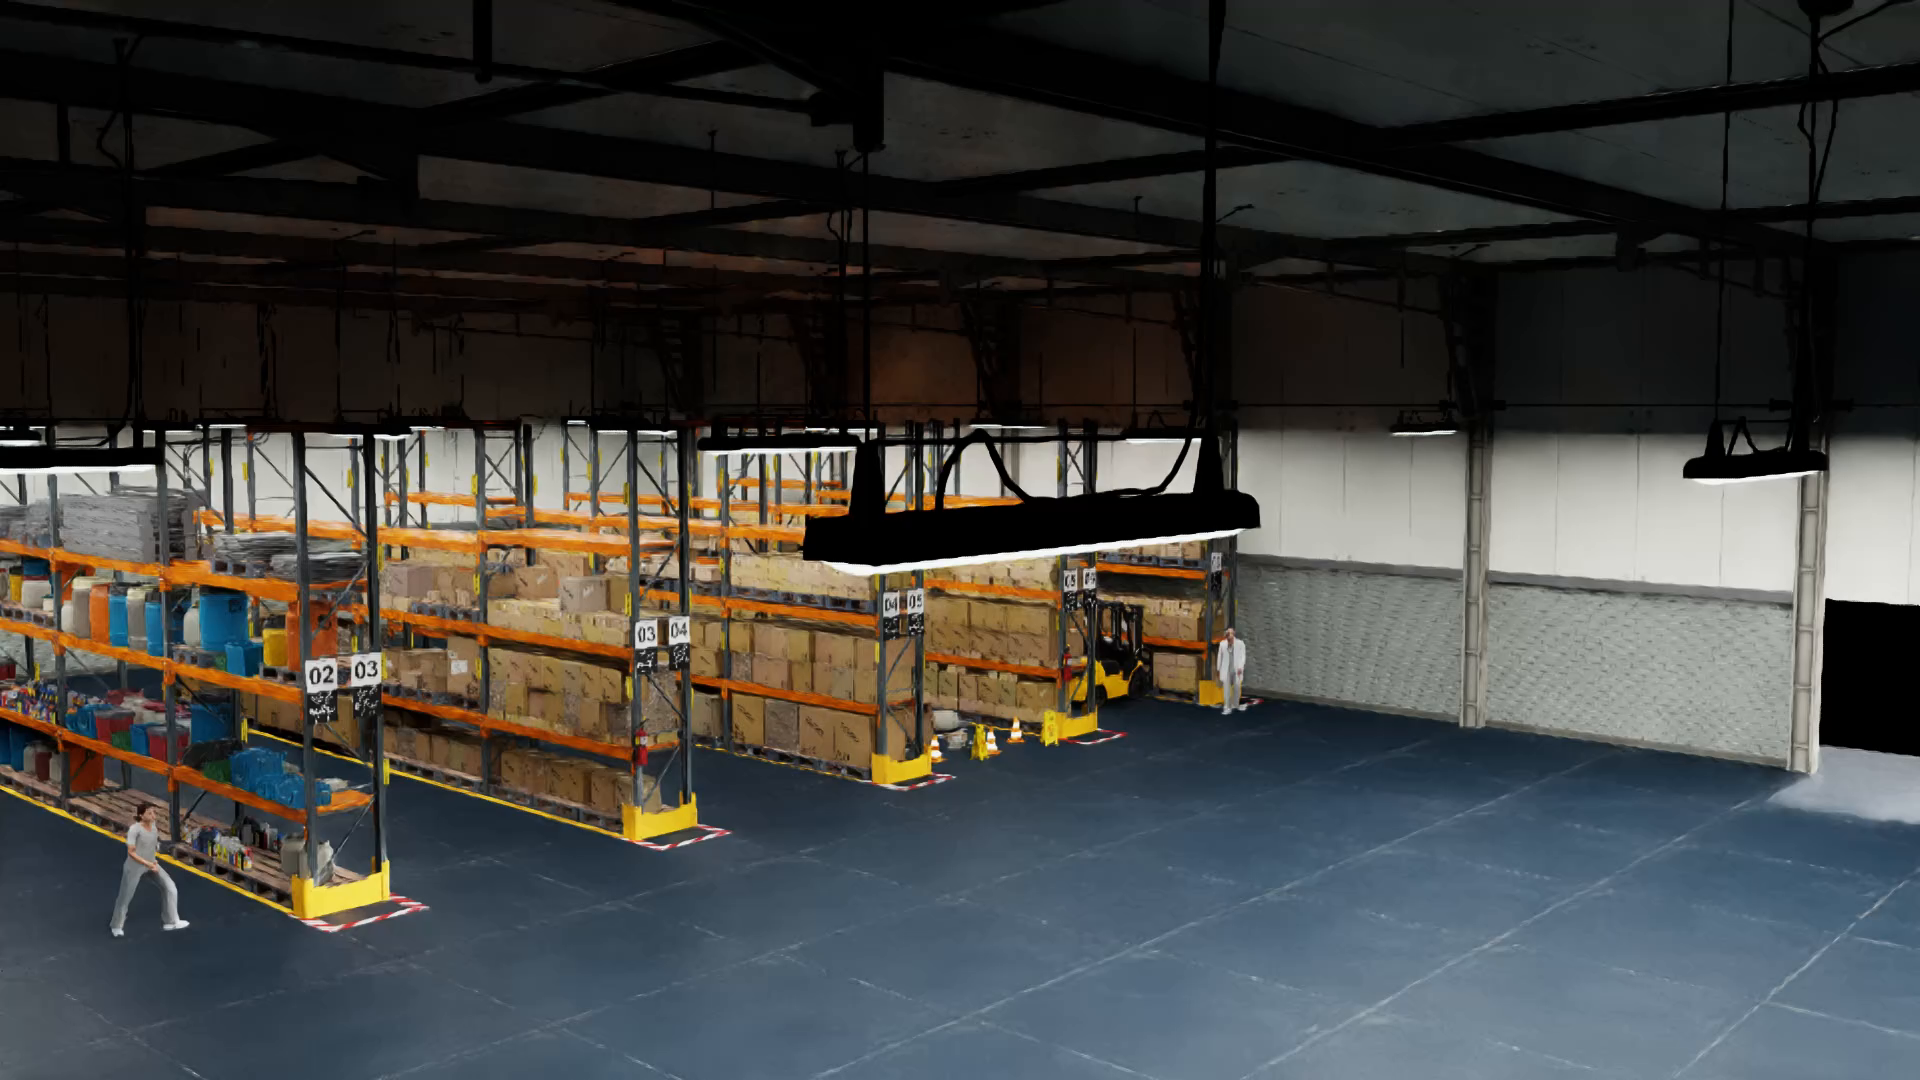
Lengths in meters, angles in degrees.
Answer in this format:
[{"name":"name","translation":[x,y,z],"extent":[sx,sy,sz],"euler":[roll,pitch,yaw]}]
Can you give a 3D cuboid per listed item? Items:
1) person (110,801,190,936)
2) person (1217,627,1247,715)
[{"name":"person","translation":[-9.748,3.896,19.853],"extent":[0.802,1.607,0.604],"euler":[2,5,23]},{"name":"person","translation":[5.574,2.728,34.099],"extent":[0.605,1.643,0.767],"euler":[1,5,12]}]
